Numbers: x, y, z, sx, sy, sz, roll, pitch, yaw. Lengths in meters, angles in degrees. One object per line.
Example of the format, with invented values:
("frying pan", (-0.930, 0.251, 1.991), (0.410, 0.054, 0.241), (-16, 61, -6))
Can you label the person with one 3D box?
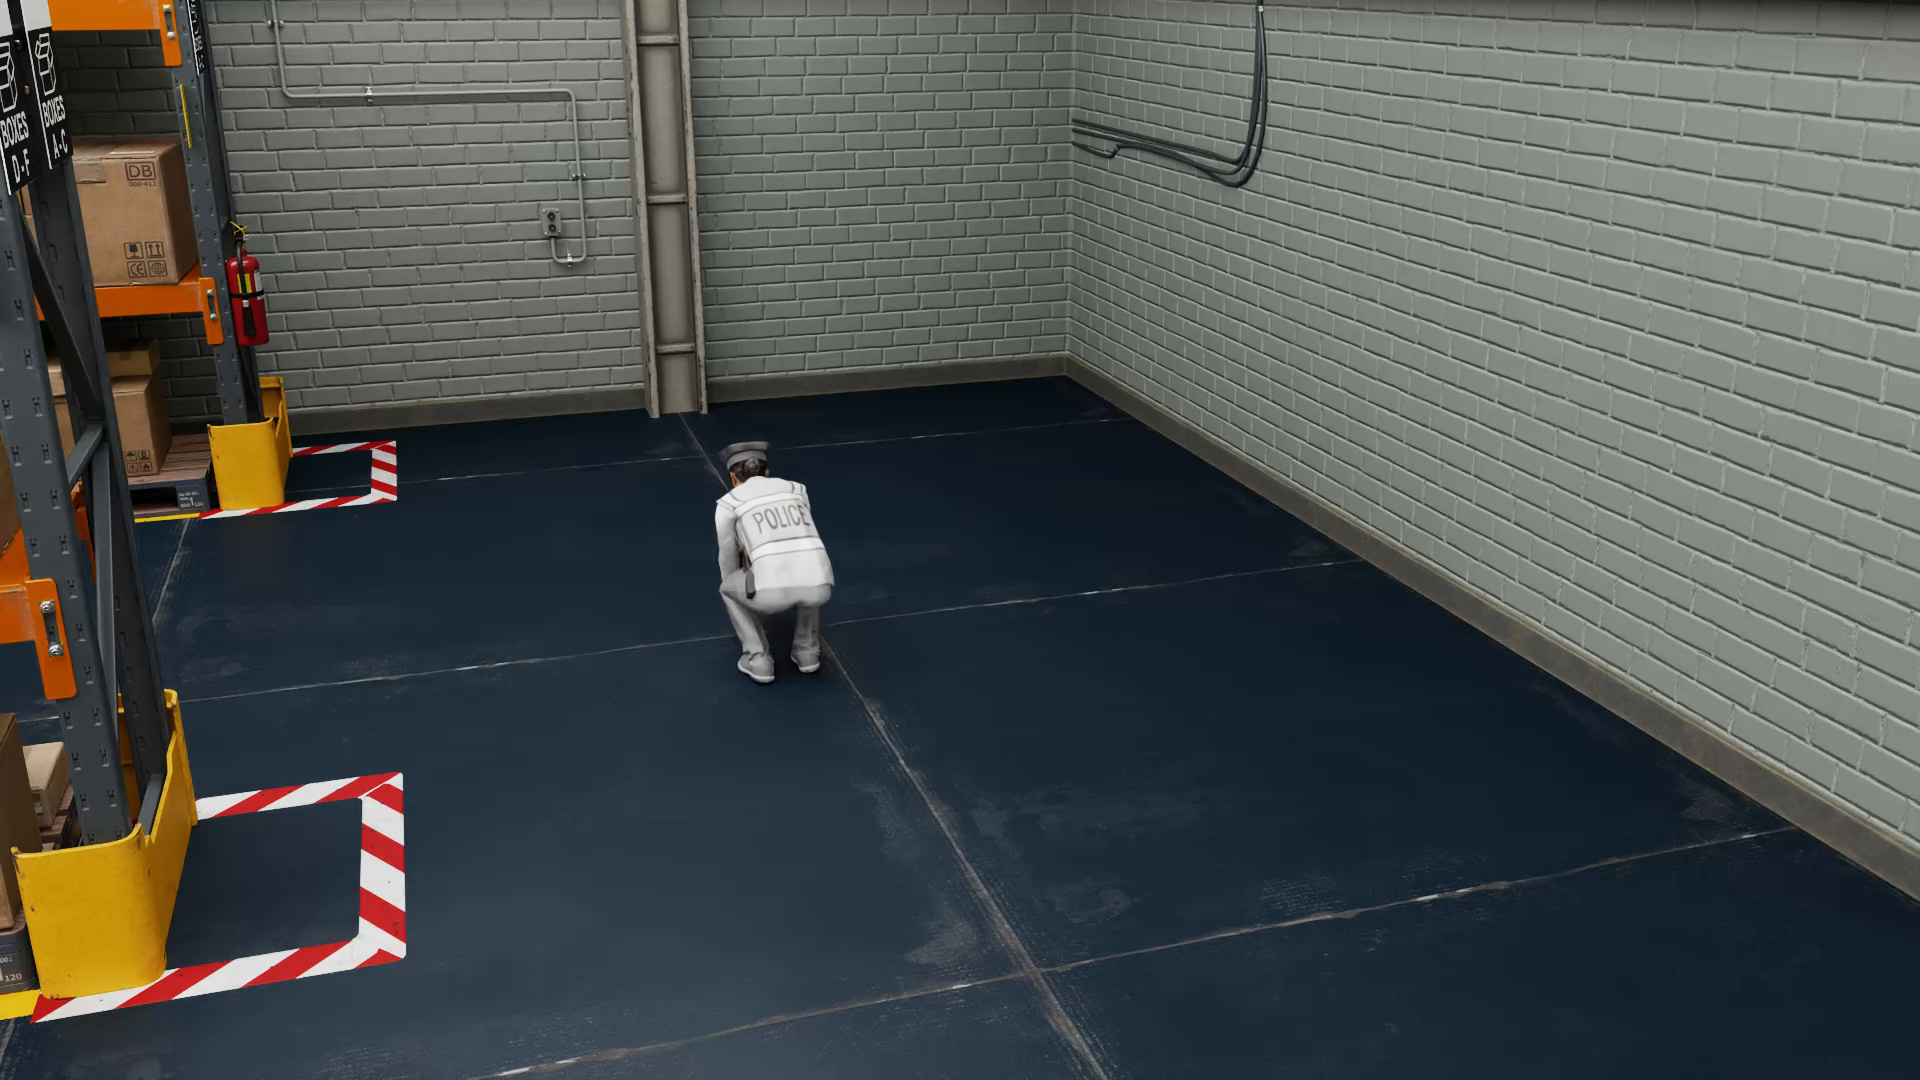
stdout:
("person", (-0.835, 0.085, 7.379), (0.450, 0.981, 0.844), (-7, 20, -18))
